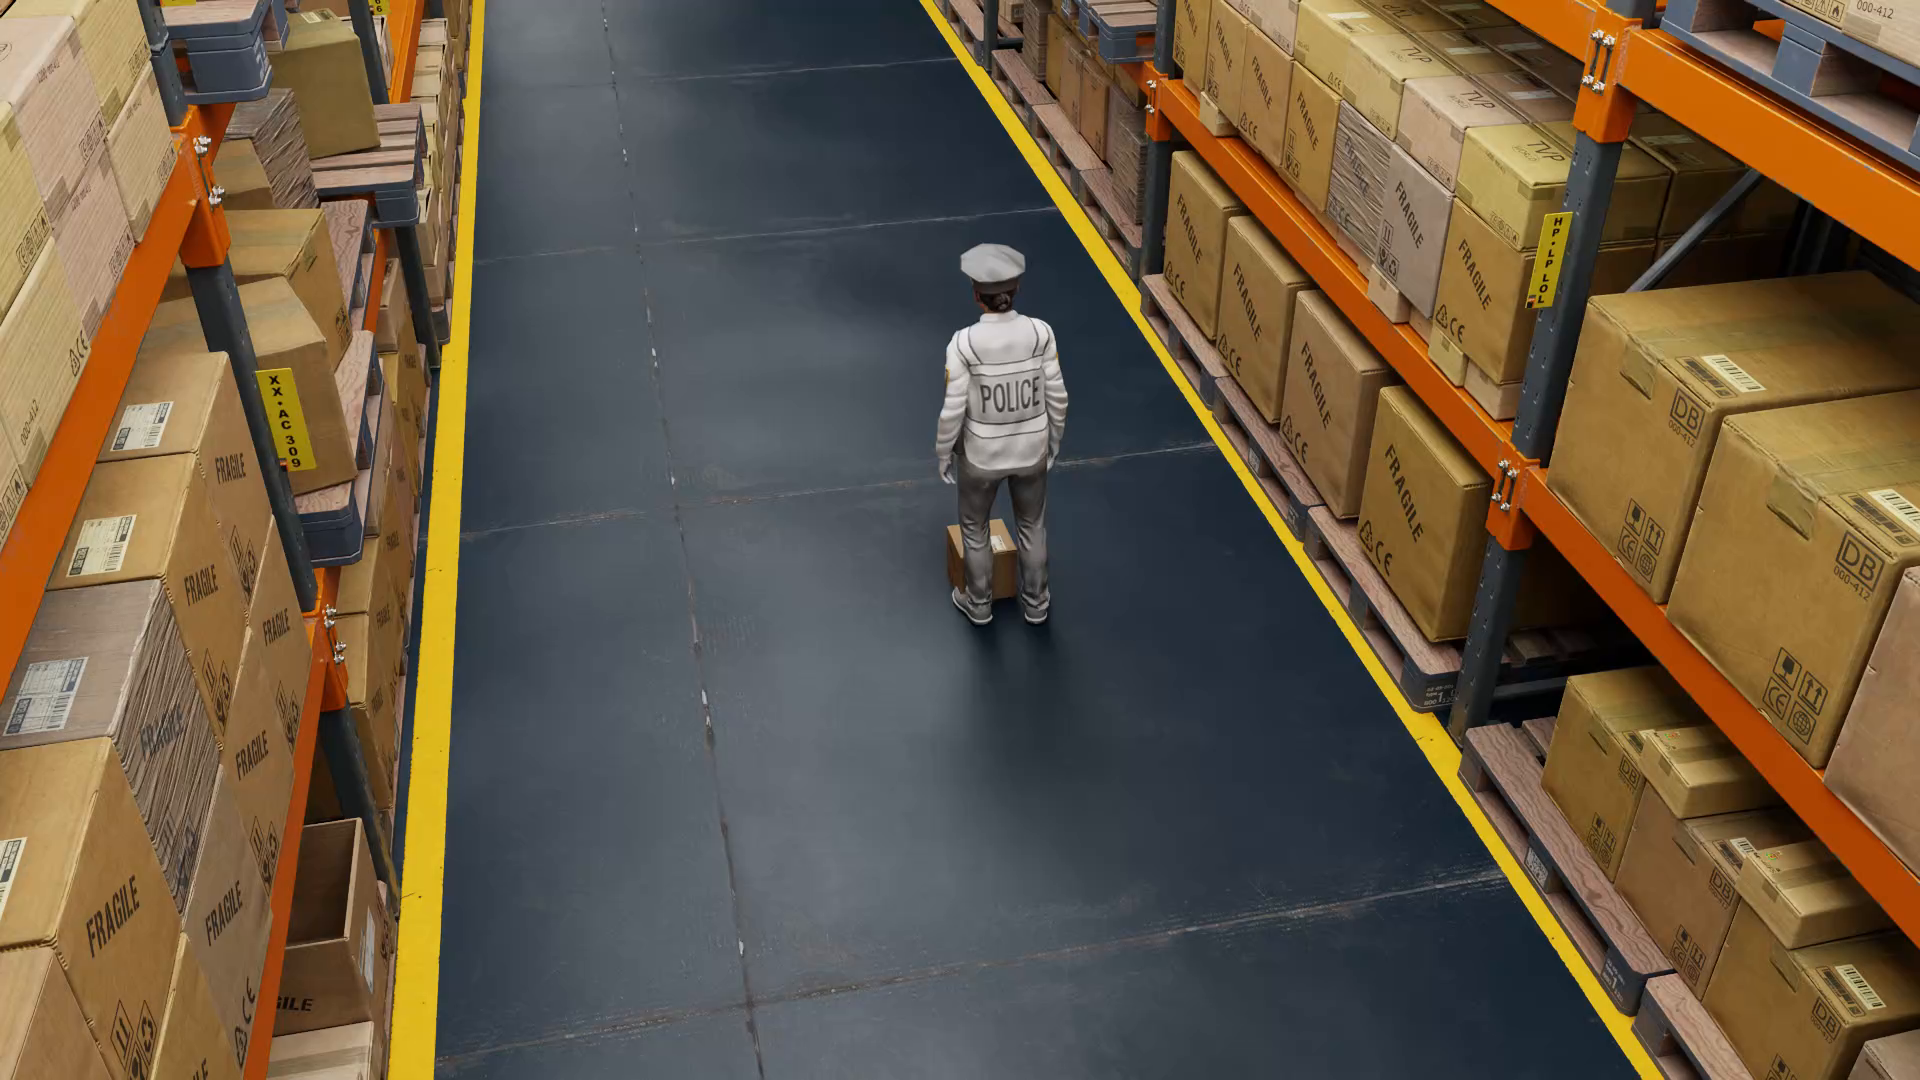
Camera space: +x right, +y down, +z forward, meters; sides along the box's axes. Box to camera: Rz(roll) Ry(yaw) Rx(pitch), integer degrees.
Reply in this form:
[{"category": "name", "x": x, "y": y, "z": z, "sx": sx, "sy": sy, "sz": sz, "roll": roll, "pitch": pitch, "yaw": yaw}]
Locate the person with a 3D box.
[{"category": "person", "x": 0.156, "y": -0.367, "z": 6.674, "sx": 0.530, "sy": 1.663, "sz": 0.412, "roll": -9, "pitch": 35, "yaw": -12}]
